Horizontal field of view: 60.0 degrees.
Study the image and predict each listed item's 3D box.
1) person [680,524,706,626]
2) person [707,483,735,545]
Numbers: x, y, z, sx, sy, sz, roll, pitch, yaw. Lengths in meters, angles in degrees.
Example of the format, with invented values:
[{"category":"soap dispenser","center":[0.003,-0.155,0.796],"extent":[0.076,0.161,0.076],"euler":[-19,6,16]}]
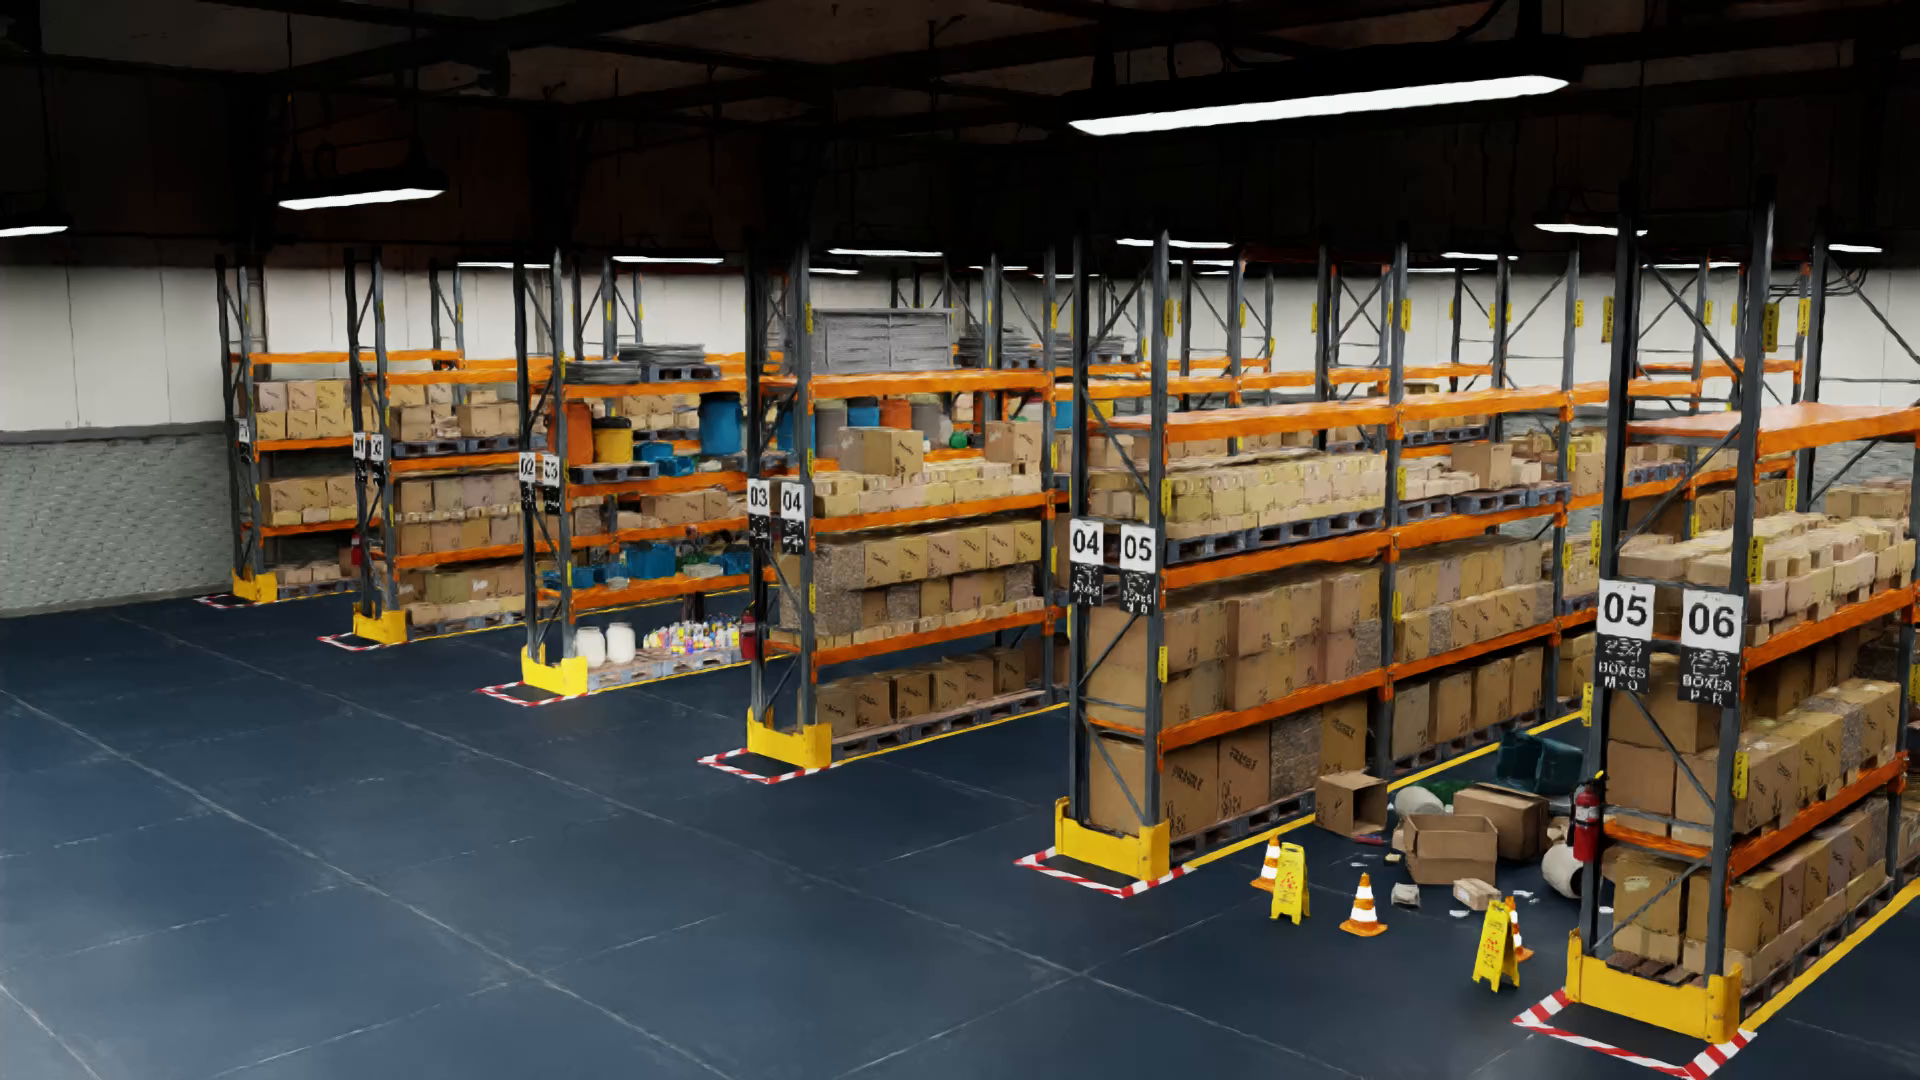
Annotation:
[{"category":"person","center":[-4.168,0.569,26.139],"extent":[0.432,1.662,0.584],"euler":[2,8,13]},{"category":"person","center":[-5.020,-0.536,34.161],"extent":[0.601,1.696,1.184],"euler":[8,11,43]}]
